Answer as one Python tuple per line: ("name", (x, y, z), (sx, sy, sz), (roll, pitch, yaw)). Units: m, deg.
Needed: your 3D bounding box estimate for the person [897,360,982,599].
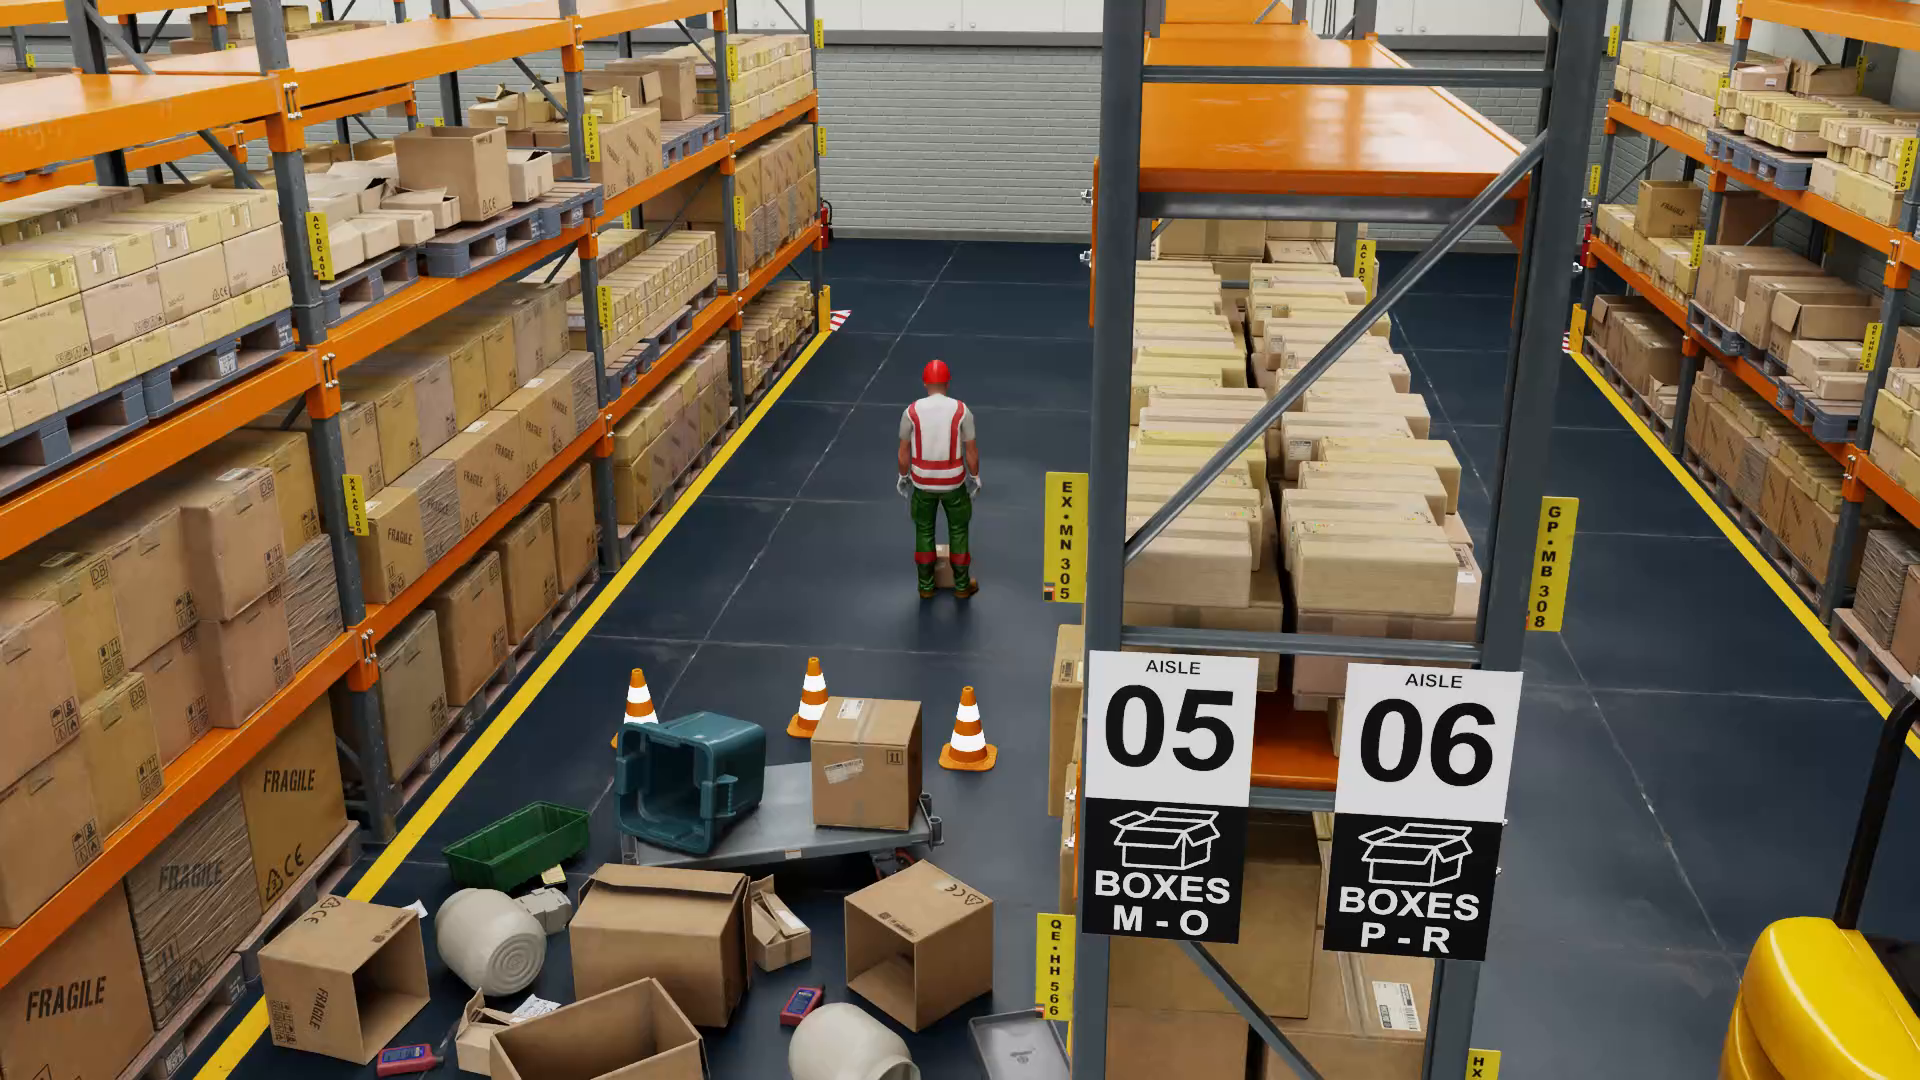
("person", (-0.152, -0.436, 12.201), (0.623, 1.778, 0.447), (2, 21, 4))
